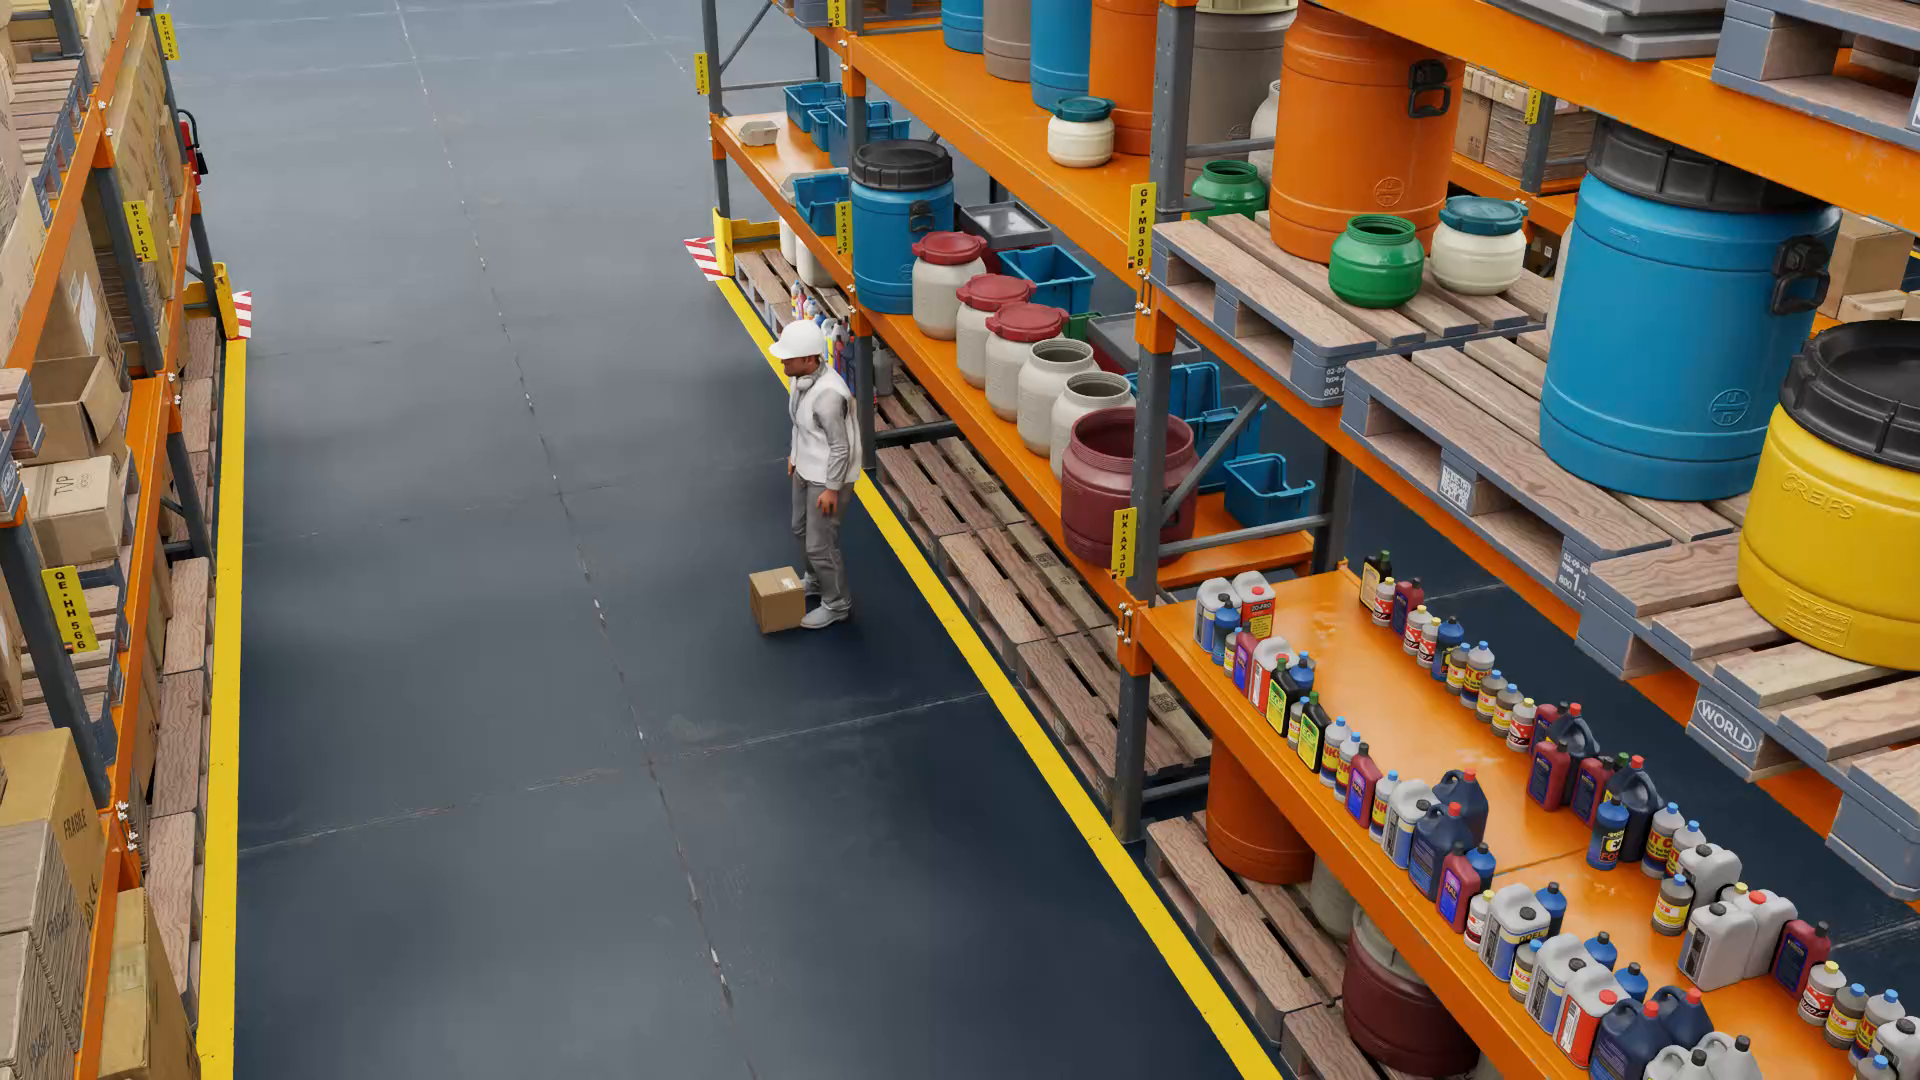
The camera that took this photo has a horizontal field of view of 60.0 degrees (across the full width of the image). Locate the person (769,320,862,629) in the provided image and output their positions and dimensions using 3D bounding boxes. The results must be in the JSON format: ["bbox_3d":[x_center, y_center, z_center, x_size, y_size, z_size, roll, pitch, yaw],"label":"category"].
[{"bbox_3d":[-0.771,-0.372,8.973,0.464,1.771,0.593,-12,32,-21],"label":"person"}]
